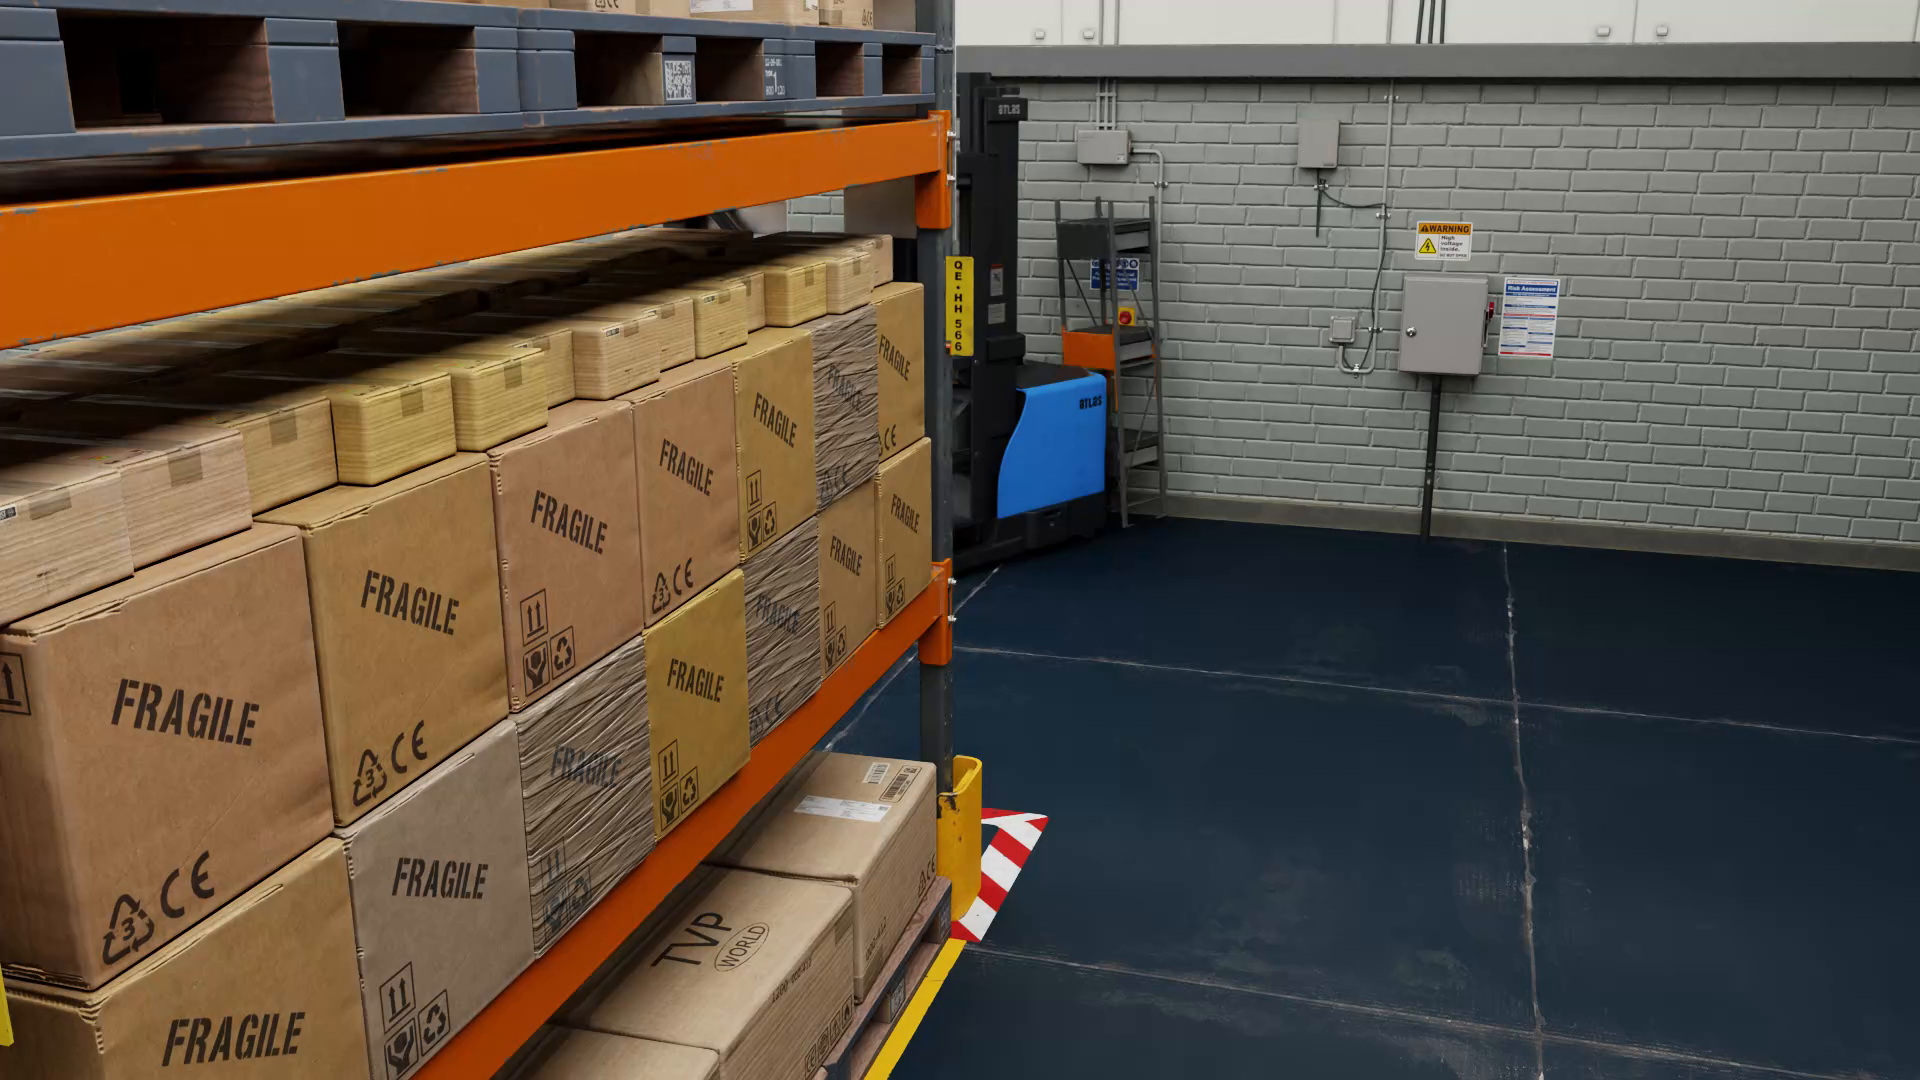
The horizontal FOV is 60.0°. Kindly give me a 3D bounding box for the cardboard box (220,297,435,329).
[{"bbox_3d":[-1.396,-0.442,3.688,0.380,0.149,0.250,5,16,16],"label":"cardboard box"}]

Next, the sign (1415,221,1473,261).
[{"bbox_3d":[3.038,-1.879,10.444,0.339,0.242,0.001,5,16,16],"label":"sign"}]

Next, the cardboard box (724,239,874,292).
[{"bbox_3d":[-0.480,-0.811,4.987,0.380,0.149,0.250,5,17,17],"label":"cardboard box"}]

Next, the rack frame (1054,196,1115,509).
[{"bbox_3d":[0.840,-1.207,11.088,0.400,2.100,0.015,-15,18,-37],"label":"rack frame"}]

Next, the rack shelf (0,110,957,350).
[{"bbox_3d":[-1.089,-0.721,3.696,1.077,0.370,4.000,5,16,16],"label":"rack shelf"}]

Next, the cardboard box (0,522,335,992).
[{"bbox_3d":[-1.290,0.264,2.386,0.500,0.500,0.500,5,17,16],"label":"cardboard box"}]

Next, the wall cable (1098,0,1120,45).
[{"bbox_3d":[0.826,-4.544,10.358,0.463,3.000,0.029,5,16,16],"label":"wall cable"}]

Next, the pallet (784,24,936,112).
[{"bbox_3d":[-0.721,-1.353,4.768,1.003,0.211,1.213,5,16,16],"label":"pallet"}]

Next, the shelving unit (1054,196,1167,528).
[{"bbox_3d":[0.994,-1.171,10.903,0.431,2.100,0.503,-15,18,-37],"label":"shelving unit"}]

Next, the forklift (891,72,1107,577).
[{"bbox_3d":[-0.446,-1.252,9.874,3.031,2.935,1.130,-15,22,-42],"label":"forklift"}]

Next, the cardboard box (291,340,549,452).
[{"bbox_3d":[-0.996,-0.271,3.082,0.380,0.149,0.250,4,16,14],"label":"cardboard box"}]

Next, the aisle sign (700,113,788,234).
[{"bbox_3d":[-0.778,-1.439,5.643,0.394,0.787,0.004,5,16,16],"label":"aisle sign"}]

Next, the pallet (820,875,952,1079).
[{"bbox_3d":[-0.673,1.409,5.474,1.003,0.211,1.213,5,16,16],"label":"pallet"}]

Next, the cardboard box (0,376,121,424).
[{"bbox_3d":[-1.616,-0.172,2.736,0.380,0.149,0.250,5,16,16],"label":"cardboard box"}]

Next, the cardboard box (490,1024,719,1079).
[{"bbox_3d":[-1.122,1.539,3.831,0.875,0.438,0.875,4,16,14],"label":"cardboard box"}]

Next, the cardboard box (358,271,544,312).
[{"bbox_3d":[-1.270,-0.579,4.169,0.380,0.149,0.250,5,17,16],"label":"cardboard box"}]

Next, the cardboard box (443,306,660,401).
[{"bbox_3d":[-0.868,-0.402,3.544,0.380,0.149,0.250,5,16,16],"label":"cardboard box"}]

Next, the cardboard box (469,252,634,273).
[{"bbox_3d":[-1.134,-0.714,4.645,0.380,0.149,0.250,4,16,14],"label":"cardboard box"}]

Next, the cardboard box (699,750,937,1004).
[{"bbox_3d":[-0.612,1.064,5.509,0.875,0.438,0.875,4,16,14],"label":"cardboard box"}]

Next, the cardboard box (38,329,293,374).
[{"bbox_3d":[-1.524,-0.308,3.215,0.380,0.149,0.250,4,16,15],"label":"cardboard box"}]

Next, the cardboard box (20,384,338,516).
[{"bbox_3d":[-1.229,-0.143,2.633,0.380,0.149,0.250,4,16,15],"label":"cardboard box"}]

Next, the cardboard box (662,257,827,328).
[{"bbox_3d":[-0.583,-0.674,4.505,0.380,0.149,0.250,5,17,17],"label":"cardboard box"}]

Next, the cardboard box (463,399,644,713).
[{"bbox_3d":[-0.984,-0.001,3.319,0.500,0.500,0.500,5,17,17],"label":"cardboard box"}]

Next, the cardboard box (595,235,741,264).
[{"bbox_3d":[-0.893,-0.843,5.101,0.380,0.149,0.250,5,17,17],"label":"cardboard box"}]

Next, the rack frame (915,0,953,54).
[{"bbox_3d":[-0.521,-3.034,5.034,1.000,3.000,0.127,5,16,16],"label":"rack frame"}]

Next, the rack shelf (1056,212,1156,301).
[{"bbox_3d":[0.947,-1.835,10.734,0.431,0.518,0.480,-15,18,-37],"label":"rack shelf"}]

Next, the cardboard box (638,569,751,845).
[{"bbox_3d":[-0.832,0.353,3.906,0.500,0.500,0.500,5,17,18],"label":"cardboard box"}]

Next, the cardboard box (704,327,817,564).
[{"bbox_3d":[-0.693,-0.264,4.247,0.500,0.500,0.500,5,16,16],"label":"cardboard box"}]

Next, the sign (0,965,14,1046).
[{"bbox_3d":[-1.134,0.420,1.876,0.100,0.325,0.005,5,16,16],"label":"sign"}]

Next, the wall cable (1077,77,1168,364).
[{"bbox_3d":[1.059,-2.128,10.917,0.585,1.953,0.123,5,16,16],"label":"wall cable"}]

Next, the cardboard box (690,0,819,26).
[{"bbox_3d":[-0.605,-1.479,4.558,0.380,0.149,0.250,3,16,12],"label":"cardboard box"}]

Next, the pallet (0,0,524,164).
[{"bbox_3d":[-1.415,-0.715,2.517,1.003,0.211,1.213,5,16,16],"label":"pallet"}]

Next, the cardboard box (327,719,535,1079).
[{"bbox_3d":[-1.126,0.617,2.974,0.500,0.500,0.500,5,17,16],"label":"cardboard box"}]

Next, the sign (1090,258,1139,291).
[{"bbox_3d":[1.031,-1.774,11.093,0.327,0.218,0.001,5,16,16],"label":"sign"}]

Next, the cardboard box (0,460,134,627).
[{"bbox_3d":[-1.319,-0.005,2.145,0.380,0.149,0.250,4,16,15],"label":"cardboard box"}]

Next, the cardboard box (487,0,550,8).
[{"bbox_3d":[-1.237,-1.373,3.540,0.500,0.500,0.500,5,17,17],"label":"cardboard box"}]

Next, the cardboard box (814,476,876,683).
[{"bbox_3d":[-0.561,0.081,4.863,0.500,0.500,0.500,4,16,15],"label":"cardboard box"}]

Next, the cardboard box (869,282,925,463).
[{"bbox_3d":[-0.429,-0.532,5.193,0.500,0.500,0.500,5,17,18],"label":"cardboard box"}]

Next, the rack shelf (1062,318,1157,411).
[{"bbox_3d":[0.995,-1.158,10.906,0.431,0.518,0.480,-15,18,-37],"label":"rack shelf"}]

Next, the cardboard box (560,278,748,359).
[{"bbox_3d":[-0.741,-0.541,4.036,0.380,0.149,0.250,5,17,17],"label":"cardboard box"}]
